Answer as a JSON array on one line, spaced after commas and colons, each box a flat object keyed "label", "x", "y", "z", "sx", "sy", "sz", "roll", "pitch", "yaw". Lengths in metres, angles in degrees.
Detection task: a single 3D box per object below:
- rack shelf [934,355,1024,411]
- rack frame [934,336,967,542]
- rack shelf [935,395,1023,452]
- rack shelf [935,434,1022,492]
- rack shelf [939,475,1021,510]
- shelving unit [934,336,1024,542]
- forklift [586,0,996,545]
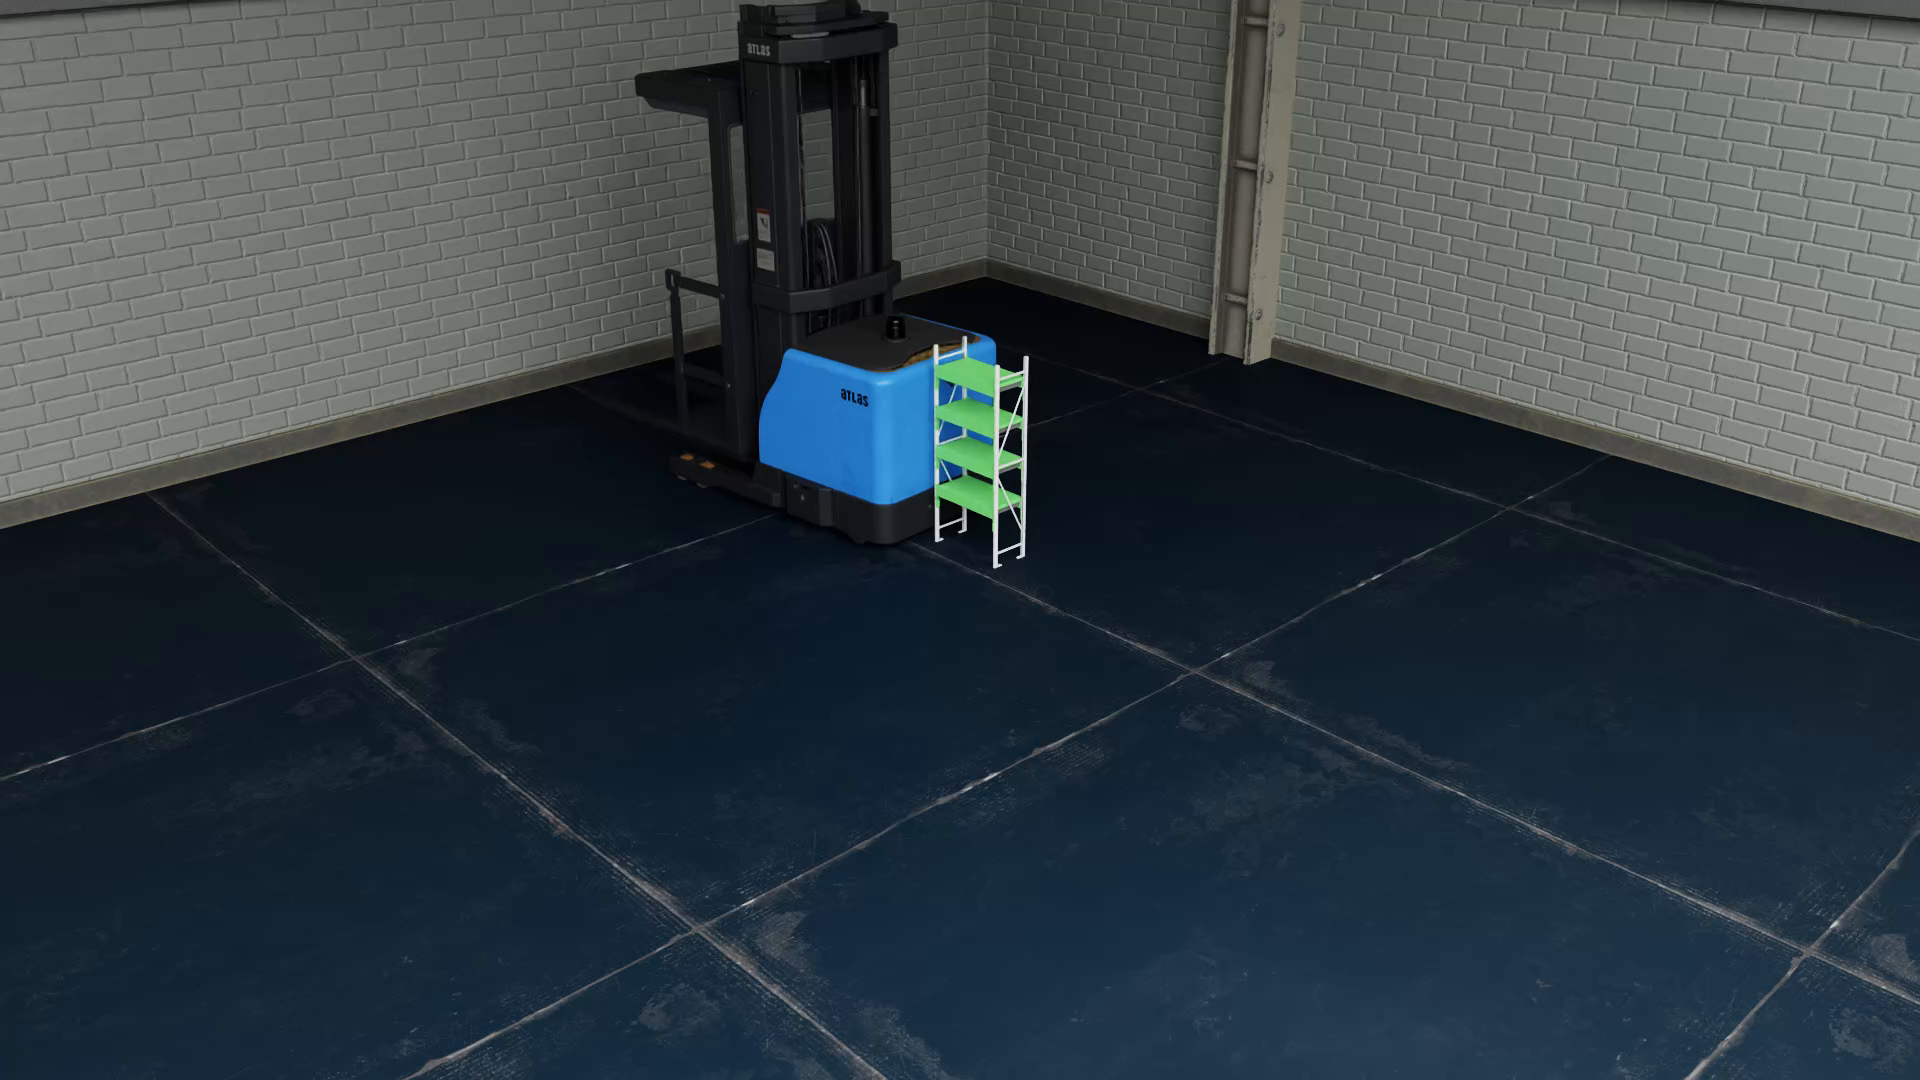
[{"label": "rack shelf", "x": 0.113, "y": -0.874, "z": 9.218, "sx": 0.258, "sy": 0.148, "sz": 0.480, "roll": -21, "pitch": 32, "yaw": -38}, {"label": "rack frame", "x": -0.054, "y": -0.570, "z": 9.553, "sx": 0.240, "sy": 1.200, "sz": 0.015, "roll": -21, "pitch": 32, "yaw": -38}, {"label": "rack shelf", "x": 0.113, "y": -0.656, "z": 9.318, "sx": 0.258, "sy": 0.148, "sz": 0.480, "roll": -21, "pitch": 32, "yaw": -38}, {"label": "rack shelf", "x": 0.113, "y": -0.438, "z": 9.418, "sx": 0.258, "sy": 0.148, "sz": 0.480, "roll": -21, "pitch": 32, "yaw": -38}, {"label": "rack shelf", "x": 0.113, "y": -0.268, "z": 9.495, "sx": 0.221, "sy": 0.021, "sz": 0.457, "roll": -21, "pitch": 32, "yaw": -38}, {"label": "shelving unit", "x": 0.109, "y": -0.497, "z": 9.395, "sx": 0.258, "sy": 1.200, "sz": 0.492, "roll": -21, "pitch": 32, "yaw": -38}, {"label": "forklift", "x": -1.207, "y": -1.804, "z": 10.173, "sx": 3.031, "sy": 2.935, "sz": 1.130, "roll": 20, "pitch": 31, "yaw": 37}]
